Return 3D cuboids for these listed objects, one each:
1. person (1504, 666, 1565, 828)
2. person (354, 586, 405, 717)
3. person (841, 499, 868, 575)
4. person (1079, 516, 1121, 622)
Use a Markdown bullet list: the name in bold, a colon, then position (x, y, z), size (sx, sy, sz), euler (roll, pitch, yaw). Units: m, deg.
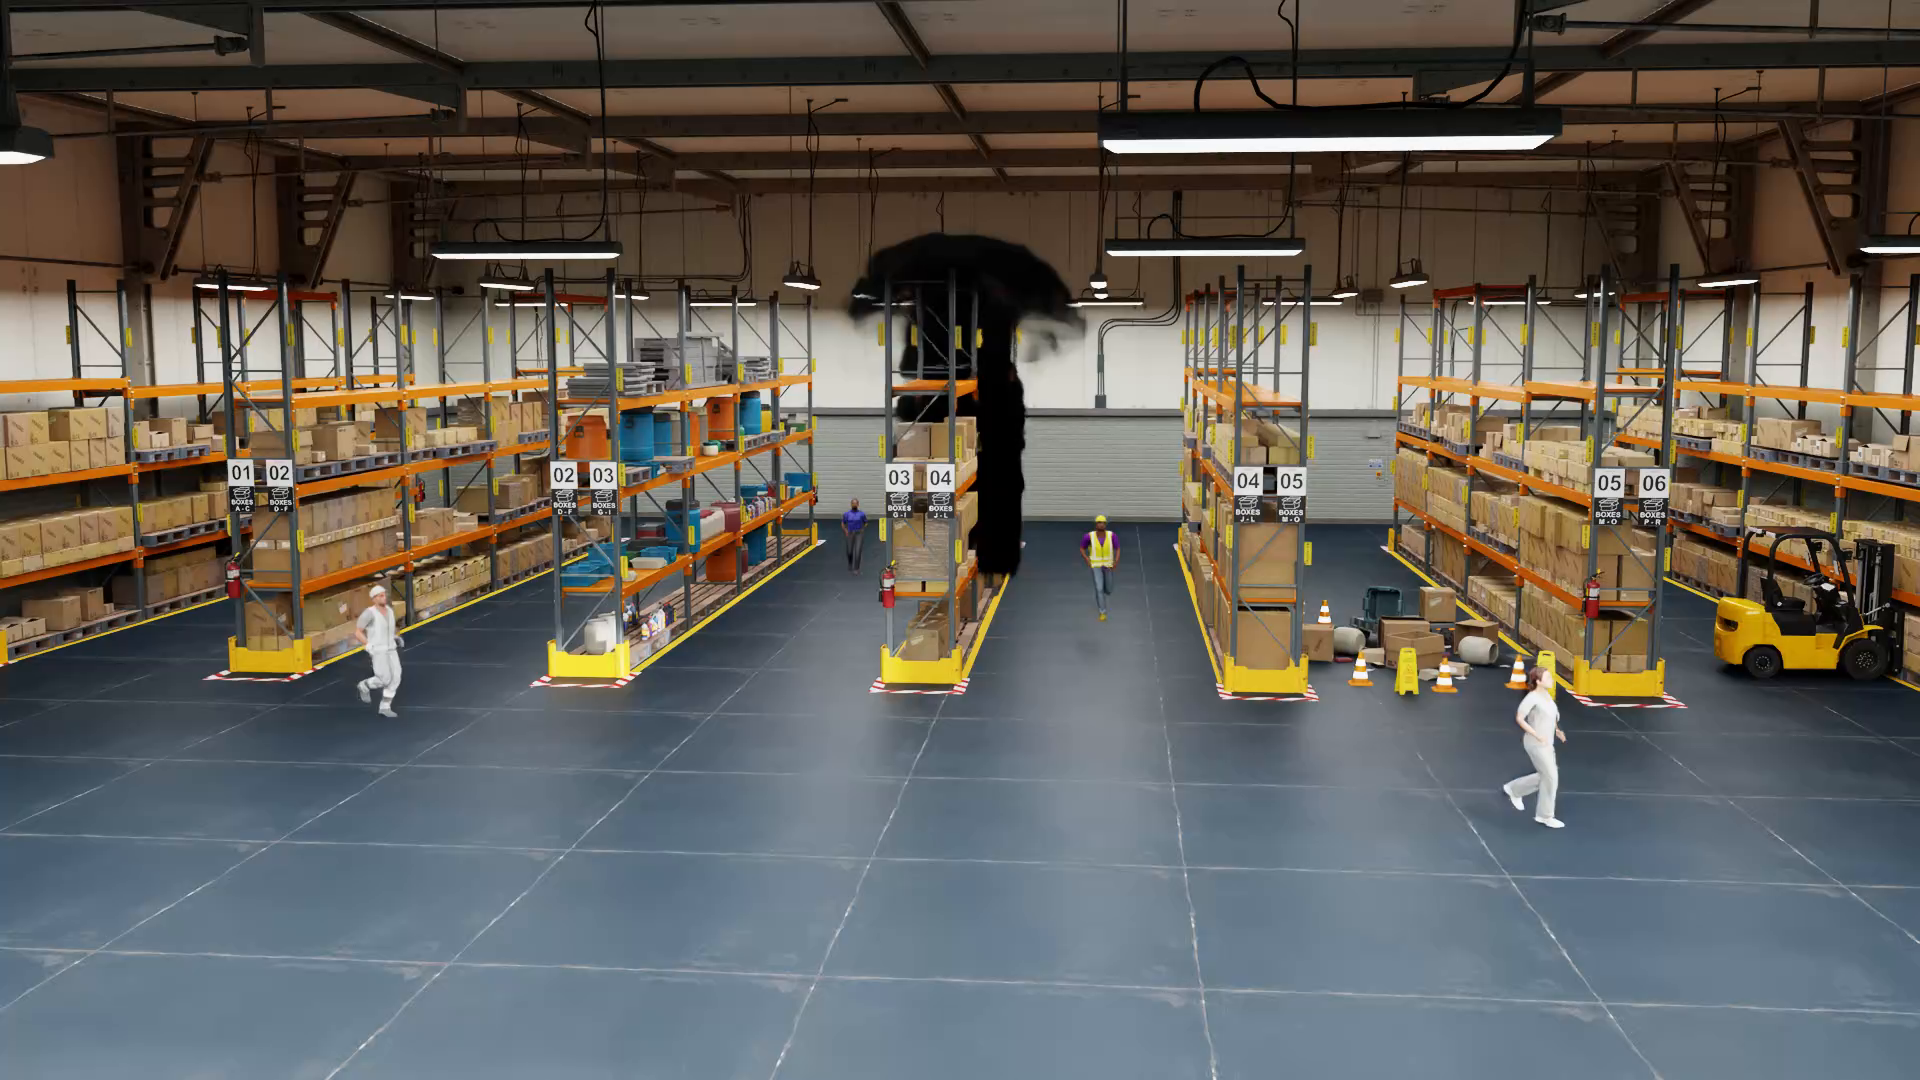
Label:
- **person**: position (5.933, 2.112, 17.187), size (0.688, 1.651, 0.574), euler (7, 10, 43)
- **person**: position (-7.731, 1.472, 22.121), size (0.600, 1.751, 0.664), euler (4, 8, 29)
- **person**: position (-2.227, -0.069, 35.199), size (0.571, 1.608, 0.572), euler (-1, 7, -4)
- **person**: position (2.383, 0.455, 28.164), size (0.694, 1.748, 0.899), euler (-1, 7, -9)
